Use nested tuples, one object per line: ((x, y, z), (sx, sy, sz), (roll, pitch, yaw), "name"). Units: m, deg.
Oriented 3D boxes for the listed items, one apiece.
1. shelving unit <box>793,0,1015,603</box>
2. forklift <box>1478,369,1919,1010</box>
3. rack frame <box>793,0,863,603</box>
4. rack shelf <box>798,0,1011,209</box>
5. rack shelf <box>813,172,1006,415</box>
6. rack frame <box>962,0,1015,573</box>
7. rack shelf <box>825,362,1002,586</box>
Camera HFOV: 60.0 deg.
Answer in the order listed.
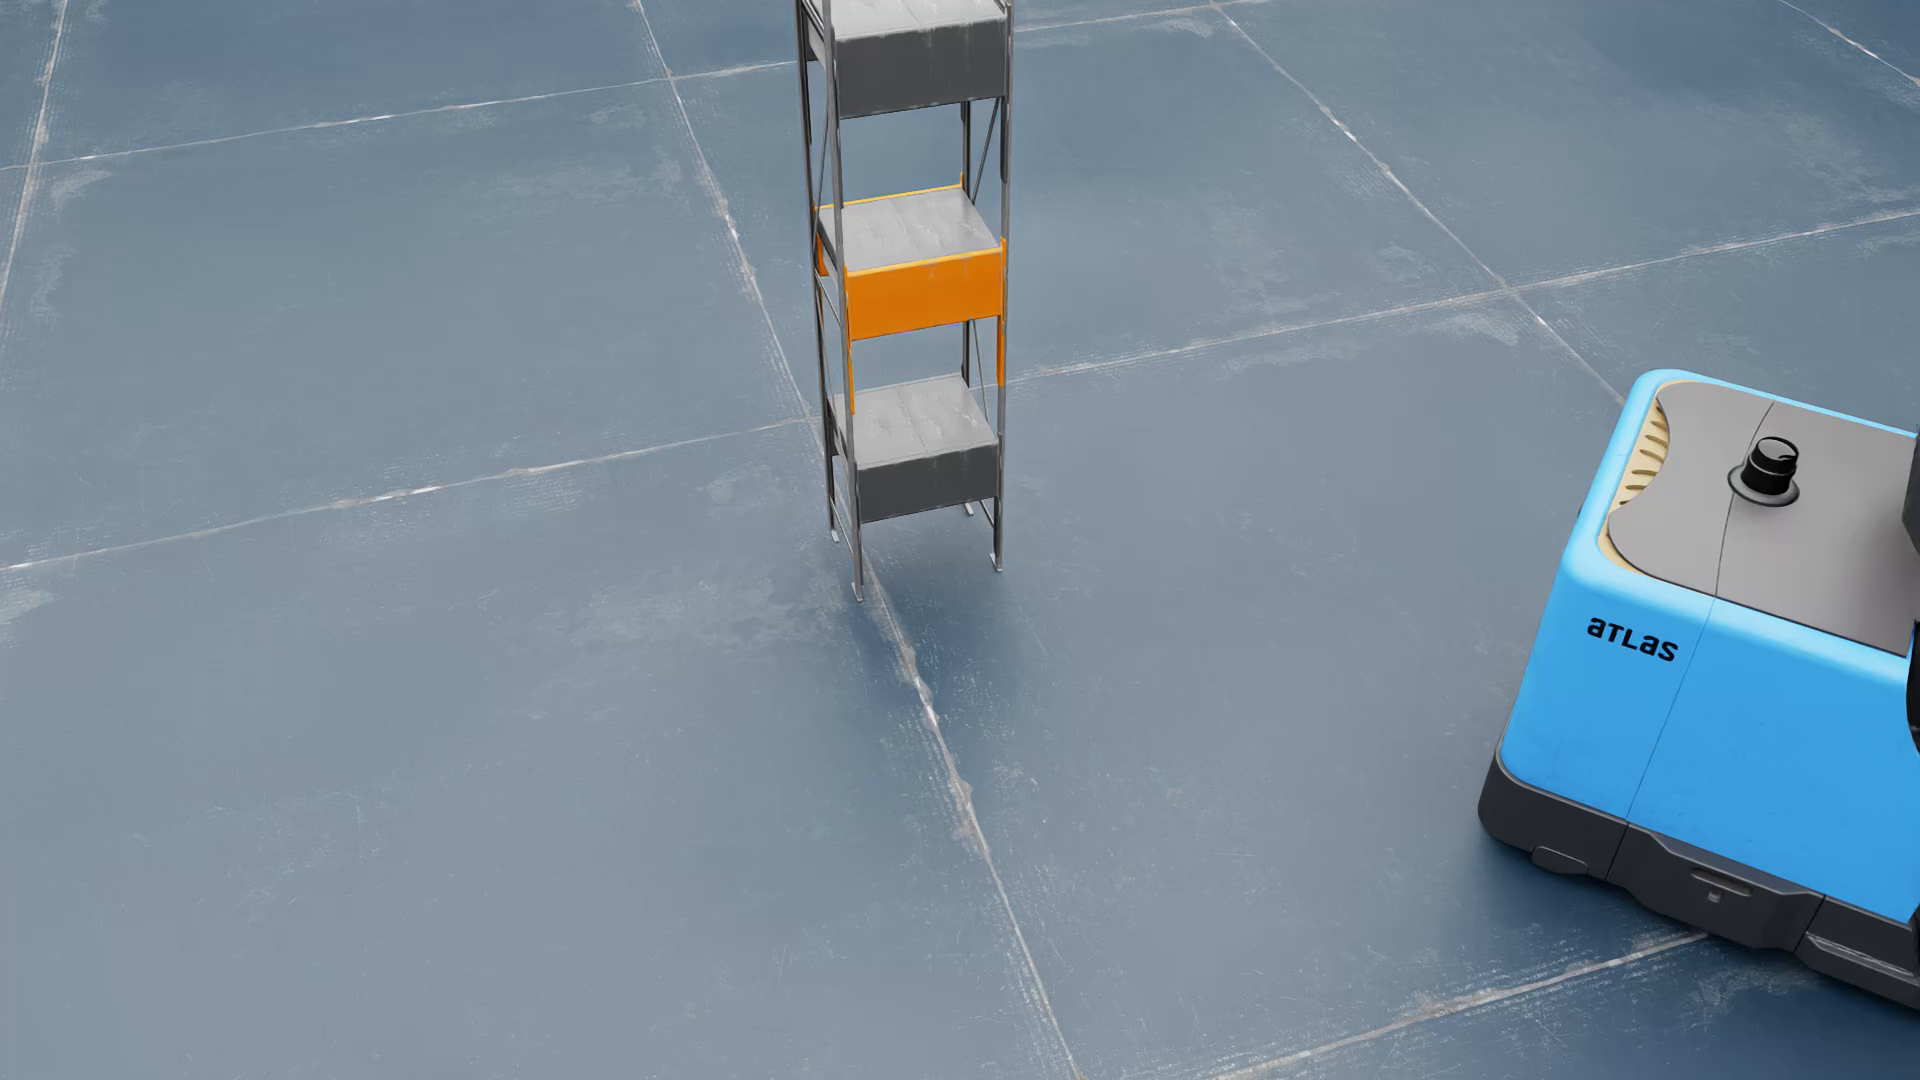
((-0.158, -0.758, 5.022), (0.503, 2.100, 0.431), (-12, 42, -13), "shelving unit")
((3.019, -0.056, 3.586), (3.031, 2.935, 1.130), (20, 45, 21), "forklift")
((-0.391, -0.710, 4.967), (0.015, 2.100, 0.400), (-12, 42, -13), "rack frame")
((-0.158, -1.275, 4.570), (0.480, 0.518, 0.431), (-12, 42, -13), "rack shelf")
((-0.158, -0.748, 5.031), (0.480, 0.518, 0.431), (-12, 42, -13), "rack shelf")
((0.075, -0.806, 5.077), (0.015, 2.100, 0.400), (-12, 42, -13), "rack frame")
((-0.158, -0.221, 5.491), (0.480, 0.518, 0.431), (-12, 42, -13), "rack shelf")
